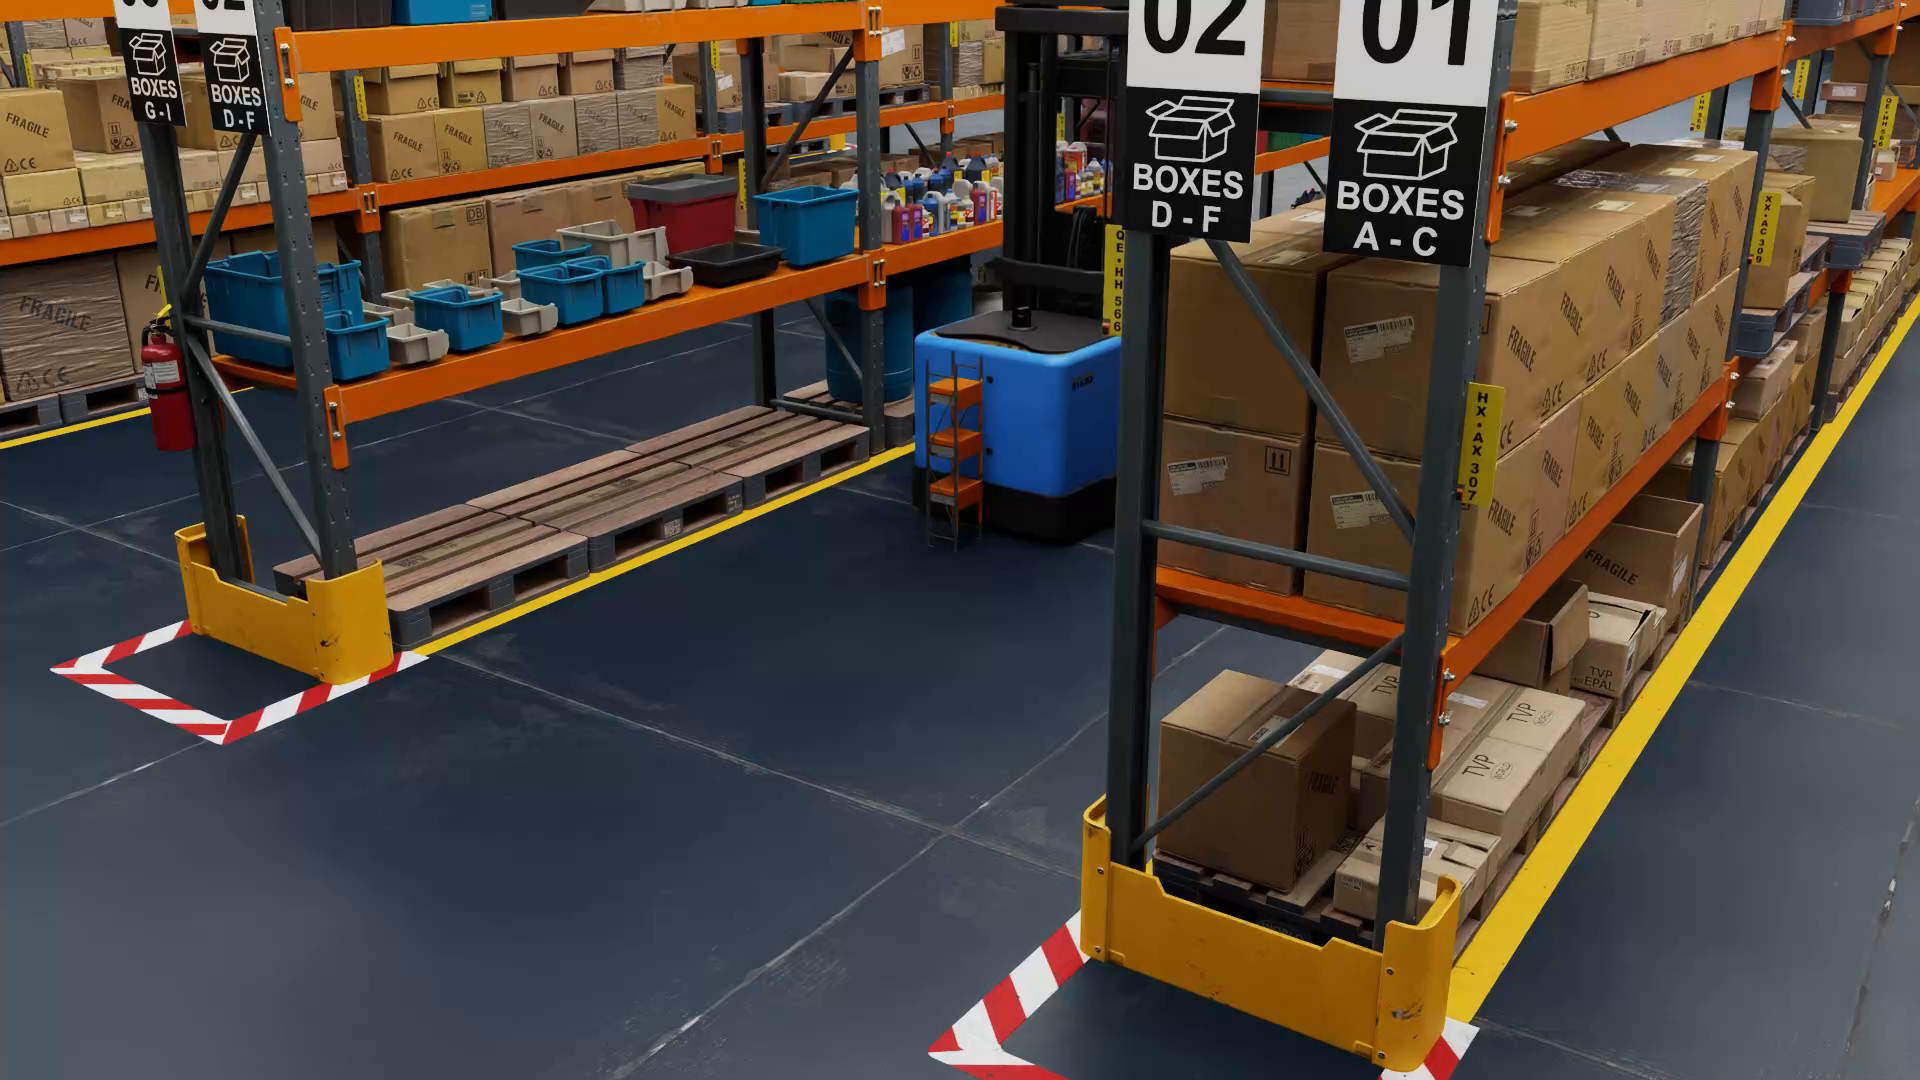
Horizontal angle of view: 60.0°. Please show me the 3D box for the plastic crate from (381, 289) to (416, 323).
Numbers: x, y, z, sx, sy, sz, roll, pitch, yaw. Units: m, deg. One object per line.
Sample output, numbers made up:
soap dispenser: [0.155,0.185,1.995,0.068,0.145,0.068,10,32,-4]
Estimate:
plastic crate: [-2.698,-1.170,8.398,0.396,0.136,0.243,13,24,32]

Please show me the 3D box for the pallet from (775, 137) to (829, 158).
pallet: [-2.713,-5.917,24.956,1.003,0.211,1.213,13,24,32]

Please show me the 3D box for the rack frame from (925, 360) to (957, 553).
rack frame: [-0.099,-0.442,8.947,0.200,1.050,0.008,13,24,32]

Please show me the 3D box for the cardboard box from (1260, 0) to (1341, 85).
cardboard box: [0.984,-1.484,4.847,0.500,0.250,0.500,13,24,32]

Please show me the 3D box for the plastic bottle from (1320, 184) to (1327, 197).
plastic bottle: [3.977,-3.712,18.160,0.144,0.351,0.185,13,24,31]

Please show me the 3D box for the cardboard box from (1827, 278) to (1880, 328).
cardboard box: [6.524,-1.806,12.373,0.500,0.311,0.500,13,24,30]

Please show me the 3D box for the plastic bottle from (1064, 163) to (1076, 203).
plastic bottle: [0.799,-2.630,12.218,0.061,0.283,0.133,13,24,32]

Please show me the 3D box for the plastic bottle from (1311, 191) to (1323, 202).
plastic bottle: [3.807,-3.536,17.685,0.144,0.351,0.185,13,24,32]

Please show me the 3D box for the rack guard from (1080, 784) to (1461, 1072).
rack guard: [0.956,1.202,5.296,1.175,0.500,0.348,13,24,32]

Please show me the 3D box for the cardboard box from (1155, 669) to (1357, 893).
cardboard box: [1.015,0.813,5.712,0.500,0.500,0.500,13,24,32]

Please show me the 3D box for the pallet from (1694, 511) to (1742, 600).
pallet: [3.588,-0.030,9.041,1.003,0.211,1.213,13,24,32]

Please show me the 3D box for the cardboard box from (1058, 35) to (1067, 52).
cardboard box: [0.886,-6.205,21.143,0.875,0.500,0.500,13,24,32]

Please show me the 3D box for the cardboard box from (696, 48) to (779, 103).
cardboard box: [-2.279,-4.764,17.070,0.700,0.500,0.500,18,27,40]

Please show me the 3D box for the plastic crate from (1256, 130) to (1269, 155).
plastic crate: [2.477,-3.645,14.704,0.402,0.464,0.583,13,24,32]

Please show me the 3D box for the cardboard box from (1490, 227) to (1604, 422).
cardboard box: [1.668,-0.692,5.227,0.500,0.500,0.500,14,24,32]

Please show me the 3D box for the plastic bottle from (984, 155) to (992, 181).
plastic bottle: [0.198,-2.797,12.688,0.097,0.271,0.097,0,20,0]

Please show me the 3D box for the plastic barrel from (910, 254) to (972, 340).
plastic barrel: [-0.215,-1.633,11.774,0.600,0.901,0.708,13,24,32]

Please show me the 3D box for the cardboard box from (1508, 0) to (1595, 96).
cardboard box: [1.412,-1.383,4.574,0.500,0.250,0.500,13,24,32]

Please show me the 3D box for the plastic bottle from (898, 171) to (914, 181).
plastic bottle: [-0.414,-2.470,11.797,0.152,0.276,0.135,13,24,32]

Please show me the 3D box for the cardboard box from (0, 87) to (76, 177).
cardboard box: [-6.217,-2.681,10.896,0.500,0.500,0.500,13,24,30]

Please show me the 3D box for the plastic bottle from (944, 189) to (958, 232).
plastic bottle: [-0.064,-2.195,11.060,0.097,0.271,0.097,0,20,0]

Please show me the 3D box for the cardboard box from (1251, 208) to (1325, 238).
cardboard box: [1.219,-0.791,5.495,0.500,0.500,0.500,14,25,33]

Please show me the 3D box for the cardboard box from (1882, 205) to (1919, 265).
cardboard box: [8.178,-2.723,14.580,0.500,0.500,0.500,13,24,32]

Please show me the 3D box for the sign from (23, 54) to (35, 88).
sign: [-8.621,-4.328,15.395,0.100,0.325,0.005,13,24,32]

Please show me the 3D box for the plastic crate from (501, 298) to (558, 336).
plastic crate: [-2.140,-1.098,8.203,0.250,0.136,0.298,13,24,32]

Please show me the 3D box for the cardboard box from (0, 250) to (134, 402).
cardboard box: [-6.473,-1.543,11.570,0.875,0.875,0.875,13,24,32]

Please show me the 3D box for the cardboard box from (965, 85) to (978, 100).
cardboard box: [-0.011,-5.279,19.576,0.380,0.149,0.250,13,24,32]

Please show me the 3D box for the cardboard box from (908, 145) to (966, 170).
cardboard box: [-0.274,-4.457,19.987,0.500,0.500,0.500,12,24,30]

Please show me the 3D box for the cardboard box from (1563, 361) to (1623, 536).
cardboard box: [1.951,-0.364,5.782,0.500,0.500,0.500,13,24,32]

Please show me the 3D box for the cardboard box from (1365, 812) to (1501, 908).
cardboard box: [1.573,1.049,5.556,0.380,0.166,0.250,13,24,32]

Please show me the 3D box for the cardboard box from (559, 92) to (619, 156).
cardboard box: [-3.427,-3.743,14.916,0.500,0.500,0.500,12,24,30]

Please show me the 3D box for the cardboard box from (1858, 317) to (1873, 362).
cardboard box: [6.517,-1.539,12.461,0.500,0.250,0.500,13,24,30]

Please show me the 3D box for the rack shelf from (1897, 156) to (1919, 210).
rack shelf: [8.783,-3.629,15.788,1.077,0.370,4.000,13,24,32]

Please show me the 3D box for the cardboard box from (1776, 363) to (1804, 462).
cardboard box: [4.787,-0.816,10.116,0.500,0.500,0.500,12,24,30]

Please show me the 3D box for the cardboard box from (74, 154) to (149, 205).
cardboard box: [-5.923,-2.481,11.436,0.500,0.250,0.500,13,24,31]

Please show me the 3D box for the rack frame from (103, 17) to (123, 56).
rack frame: [-10.977,-6.110,21.460,1.000,3.000,0.127,13,24,32]

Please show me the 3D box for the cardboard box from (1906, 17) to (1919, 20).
cardboard box: [8.186,-4.321,14.609,0.700,0.500,0.500,13,24,32]

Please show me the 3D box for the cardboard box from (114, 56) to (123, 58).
cardboard box: [-8.425,-4.834,16.908,0.380,0.149,0.250,12,24,30]

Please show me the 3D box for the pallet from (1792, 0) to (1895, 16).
pallet: [4.167,-2.887,8.693,1.213,0.211,1.003,13,24,32]

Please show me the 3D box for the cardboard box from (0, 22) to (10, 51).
cardboard box: [-11.617,-6.137,19.946,0.500,0.500,0.500,13,24,32]

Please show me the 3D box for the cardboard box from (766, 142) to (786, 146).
cardboard box: [-3.148,-6.209,24.185,0.875,0.875,0.875,13,24,31]

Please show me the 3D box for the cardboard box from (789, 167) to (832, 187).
cardboard box: [-1.806,-3.733,18.003,0.700,0.500,0.500,16,25,36]

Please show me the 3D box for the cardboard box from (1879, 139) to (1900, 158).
cardboard box: [7.418,-3.172,13.733,0.500,0.250,0.500,15,25,35]

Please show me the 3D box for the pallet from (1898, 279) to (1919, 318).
pallet: [8.141,-2.304,15.190,1.003,0.211,1.213,13,24,32]

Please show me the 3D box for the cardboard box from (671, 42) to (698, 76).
cardboard box: [-4.089,-6.662,22.736,0.875,0.550,0.550,13,24,32]

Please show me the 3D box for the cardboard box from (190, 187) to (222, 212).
cardboard box: [-5.508,-2.465,11.968,0.380,0.149,0.250,14,24,33]

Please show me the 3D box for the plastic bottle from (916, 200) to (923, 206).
plastic bottle: [-0.265,-2.153,11.048,0.097,0.201,0.097,0,20,0]

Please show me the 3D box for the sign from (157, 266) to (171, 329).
sign: [-3.645,-1.095,7.667,0.100,0.325,0.005,13,24,32]

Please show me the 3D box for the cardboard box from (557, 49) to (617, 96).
cardboard box: [-3.574,-4.302,14.981,0.797,0.503,0.637,14,24,33]

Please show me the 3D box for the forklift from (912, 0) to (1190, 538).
forklift: [0.997,-1.833,9.997,1.130,2.935,3.031,14,25,33]

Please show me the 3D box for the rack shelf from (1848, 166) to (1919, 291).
rack shelf: [6.535,-2.481,12.685,1.077,0.370,4.000,13,24,32]

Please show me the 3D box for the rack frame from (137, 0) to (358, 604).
rack frame: [-3.181,-0.916,7.418,1.000,3.000,0.127,13,24,32]

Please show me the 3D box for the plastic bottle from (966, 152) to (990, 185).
plastic bottle: [0.134,-2.693,12.293,0.144,0.351,0.185,13,24,32]

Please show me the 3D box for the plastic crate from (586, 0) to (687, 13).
plastic crate: [-1.680,-2.843,8.475,0.437,0.282,0.530,13,24,32]

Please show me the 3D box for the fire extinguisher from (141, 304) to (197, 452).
fire extinguisher: [-3.642,-0.750,7.619,0.296,0.674,0.183,13,24,32]

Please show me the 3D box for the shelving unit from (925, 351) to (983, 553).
shelving unit: [-0.030,-0.477,9.041,0.215,1.050,0.252,13,24,32]
